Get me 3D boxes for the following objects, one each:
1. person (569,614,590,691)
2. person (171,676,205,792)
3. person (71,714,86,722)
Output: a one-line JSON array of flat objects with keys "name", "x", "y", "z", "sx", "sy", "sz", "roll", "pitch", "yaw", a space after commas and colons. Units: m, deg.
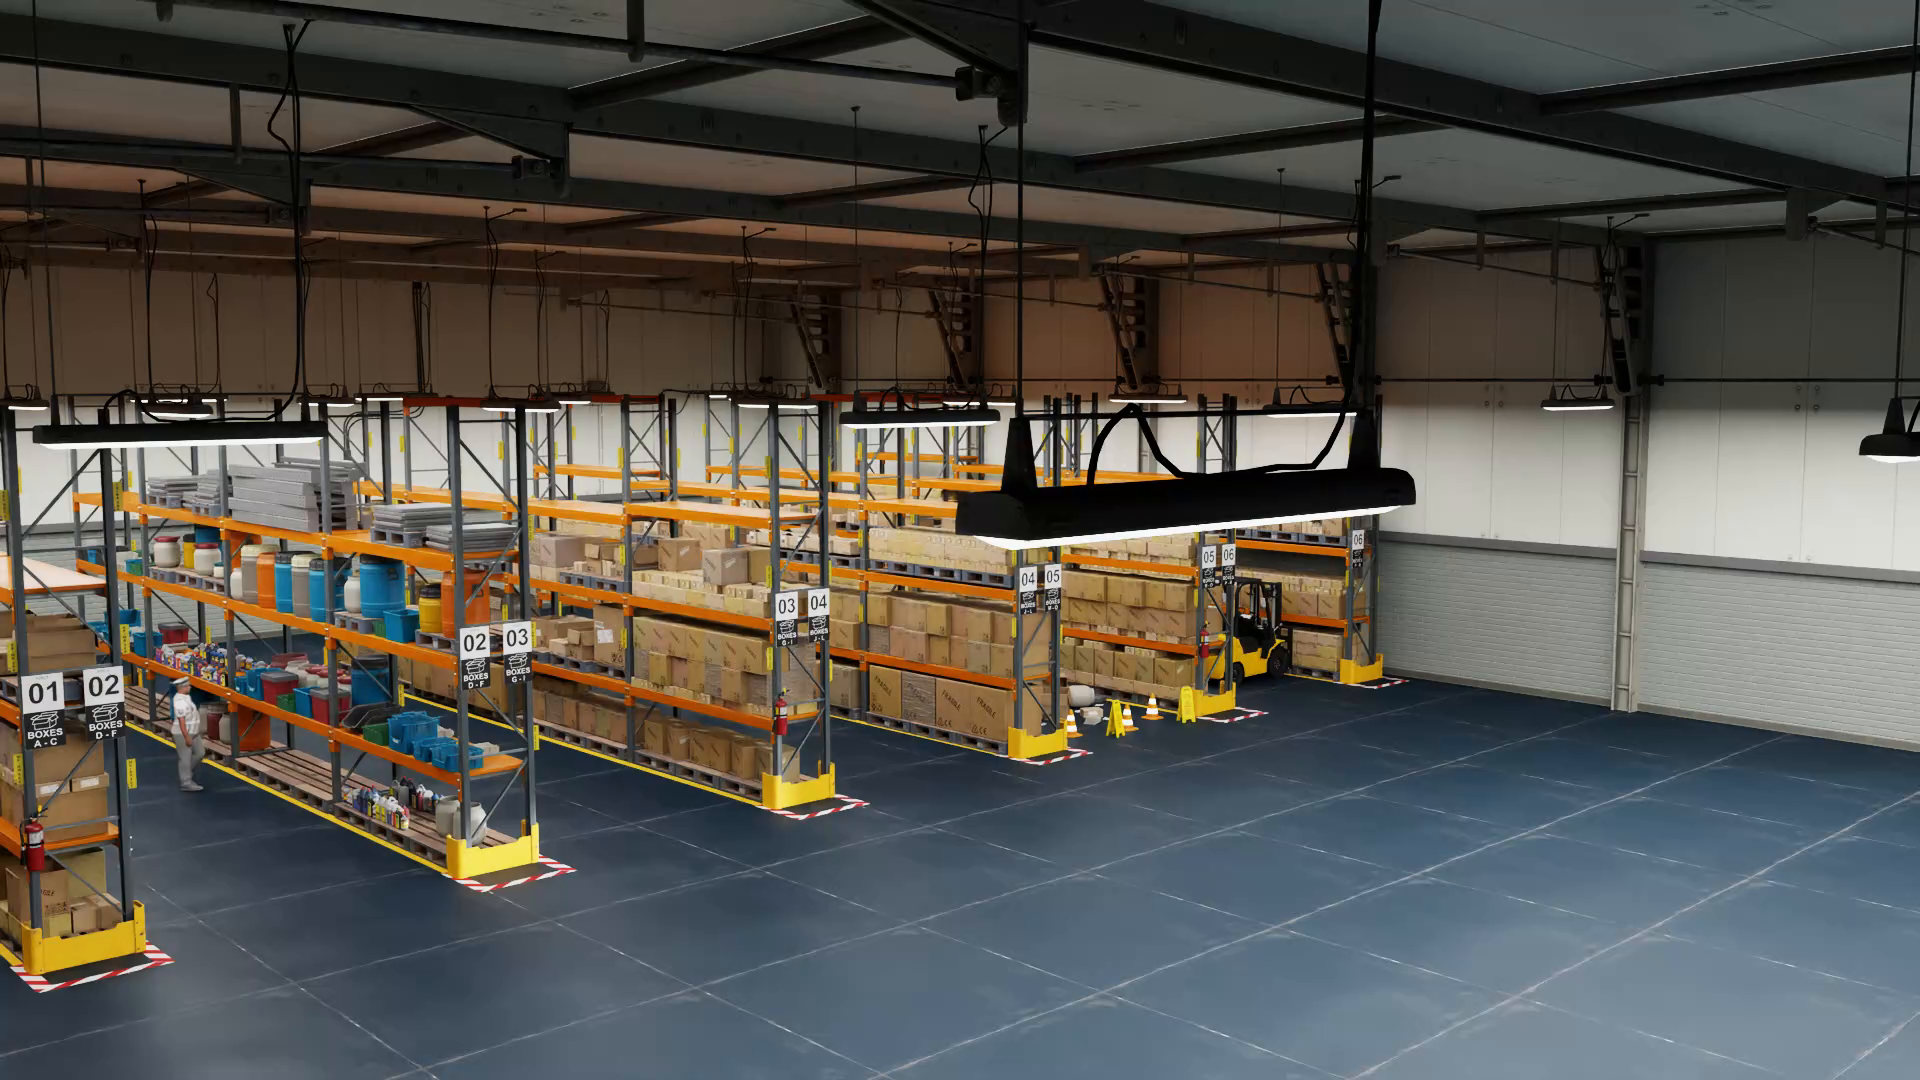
[{"name": "person", "x": -7.560, "y": 2.314, "z": 33.083, "sx": 0.629, "sy": 1.688, "sz": 0.563, "roll": 2, "pitch": 6, "yaw": 18}, {"name": "person", "x": -11.921, "y": 2.991, "z": 25.654, "sx": 0.457, "sy": 1.788, "sz": 0.587, "roll": 0, "pitch": 6, "yaw": -4}, {"name": "person", "x": -15.436, "y": 2.757, "z": 28.933, "sx": 0.381, "sy": 1.552, "sz": 0.865, "roll": -4, "pitch": 7, "yaw": -39}]
